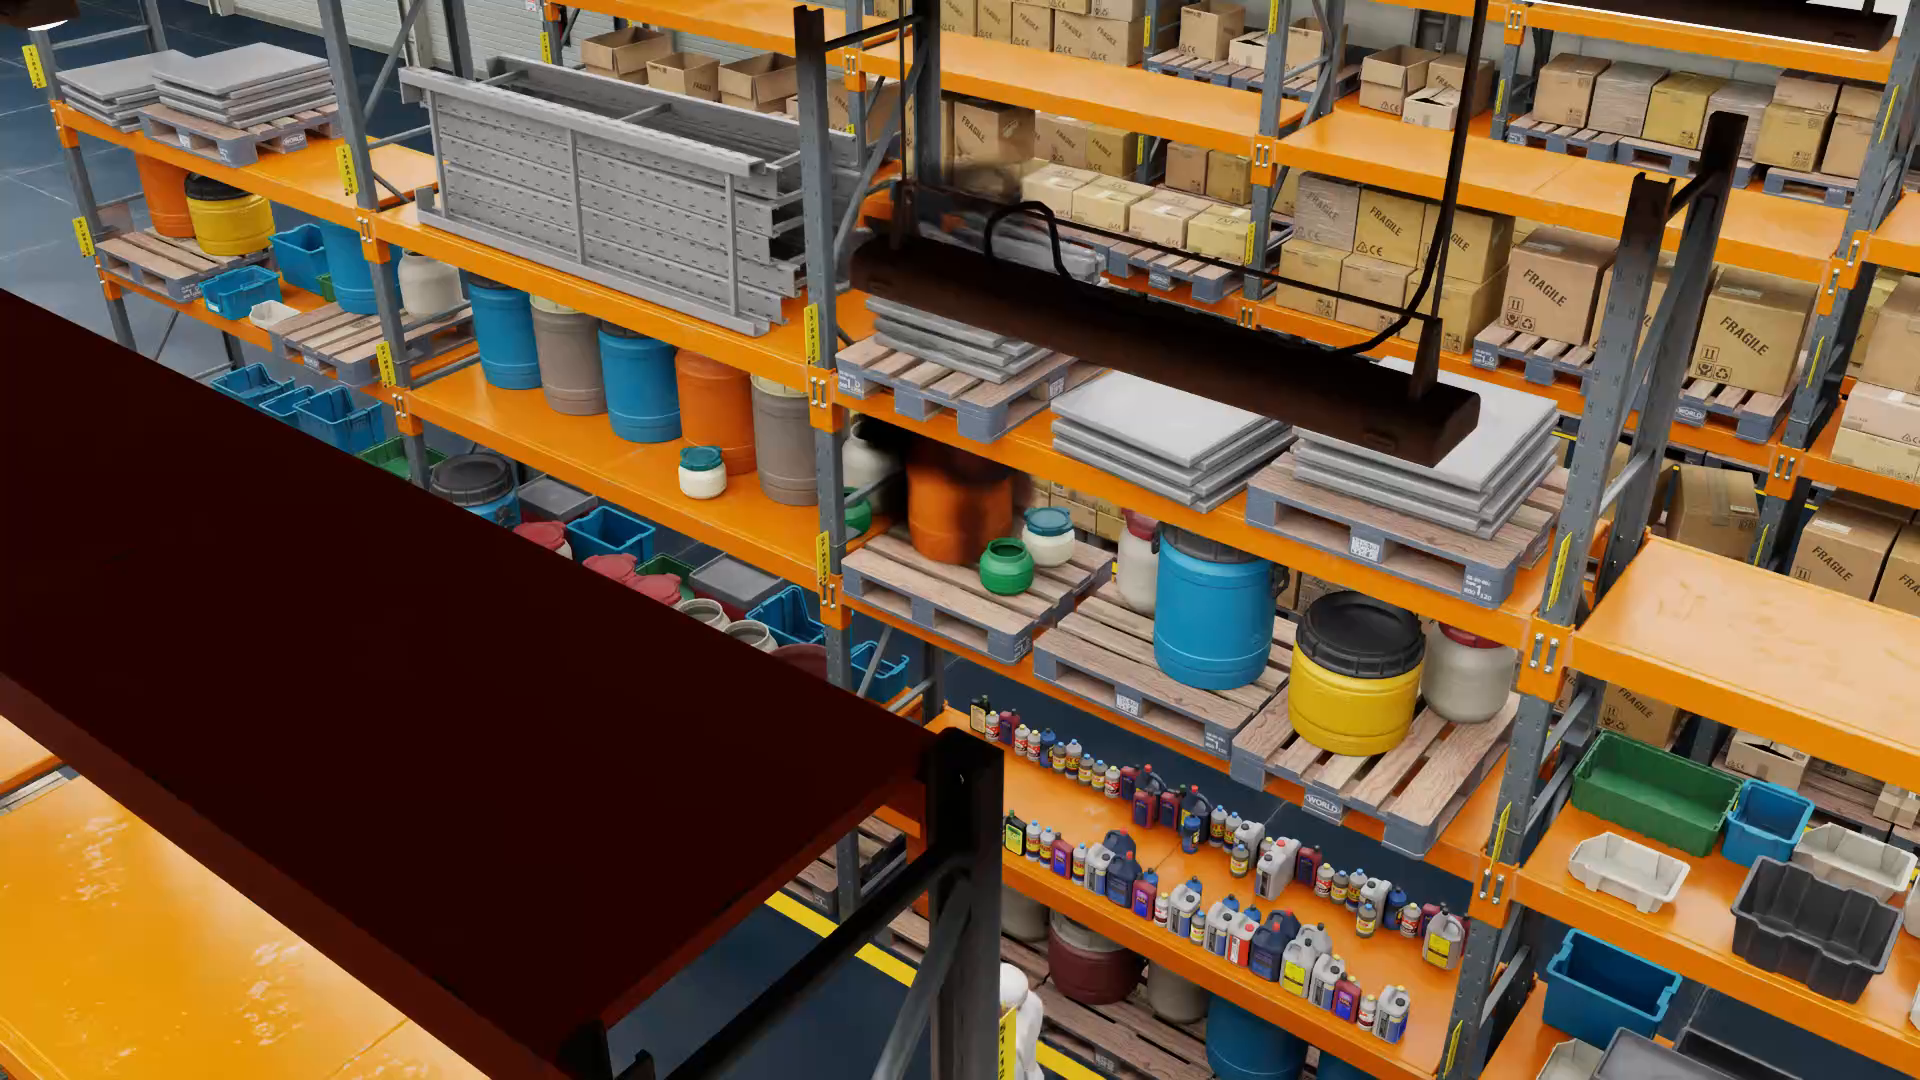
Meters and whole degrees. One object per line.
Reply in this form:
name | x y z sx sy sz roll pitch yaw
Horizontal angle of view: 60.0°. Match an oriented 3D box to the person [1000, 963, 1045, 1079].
person | 0.205 2.852 8.390 0.809 1.885 0.649 16 35 25
